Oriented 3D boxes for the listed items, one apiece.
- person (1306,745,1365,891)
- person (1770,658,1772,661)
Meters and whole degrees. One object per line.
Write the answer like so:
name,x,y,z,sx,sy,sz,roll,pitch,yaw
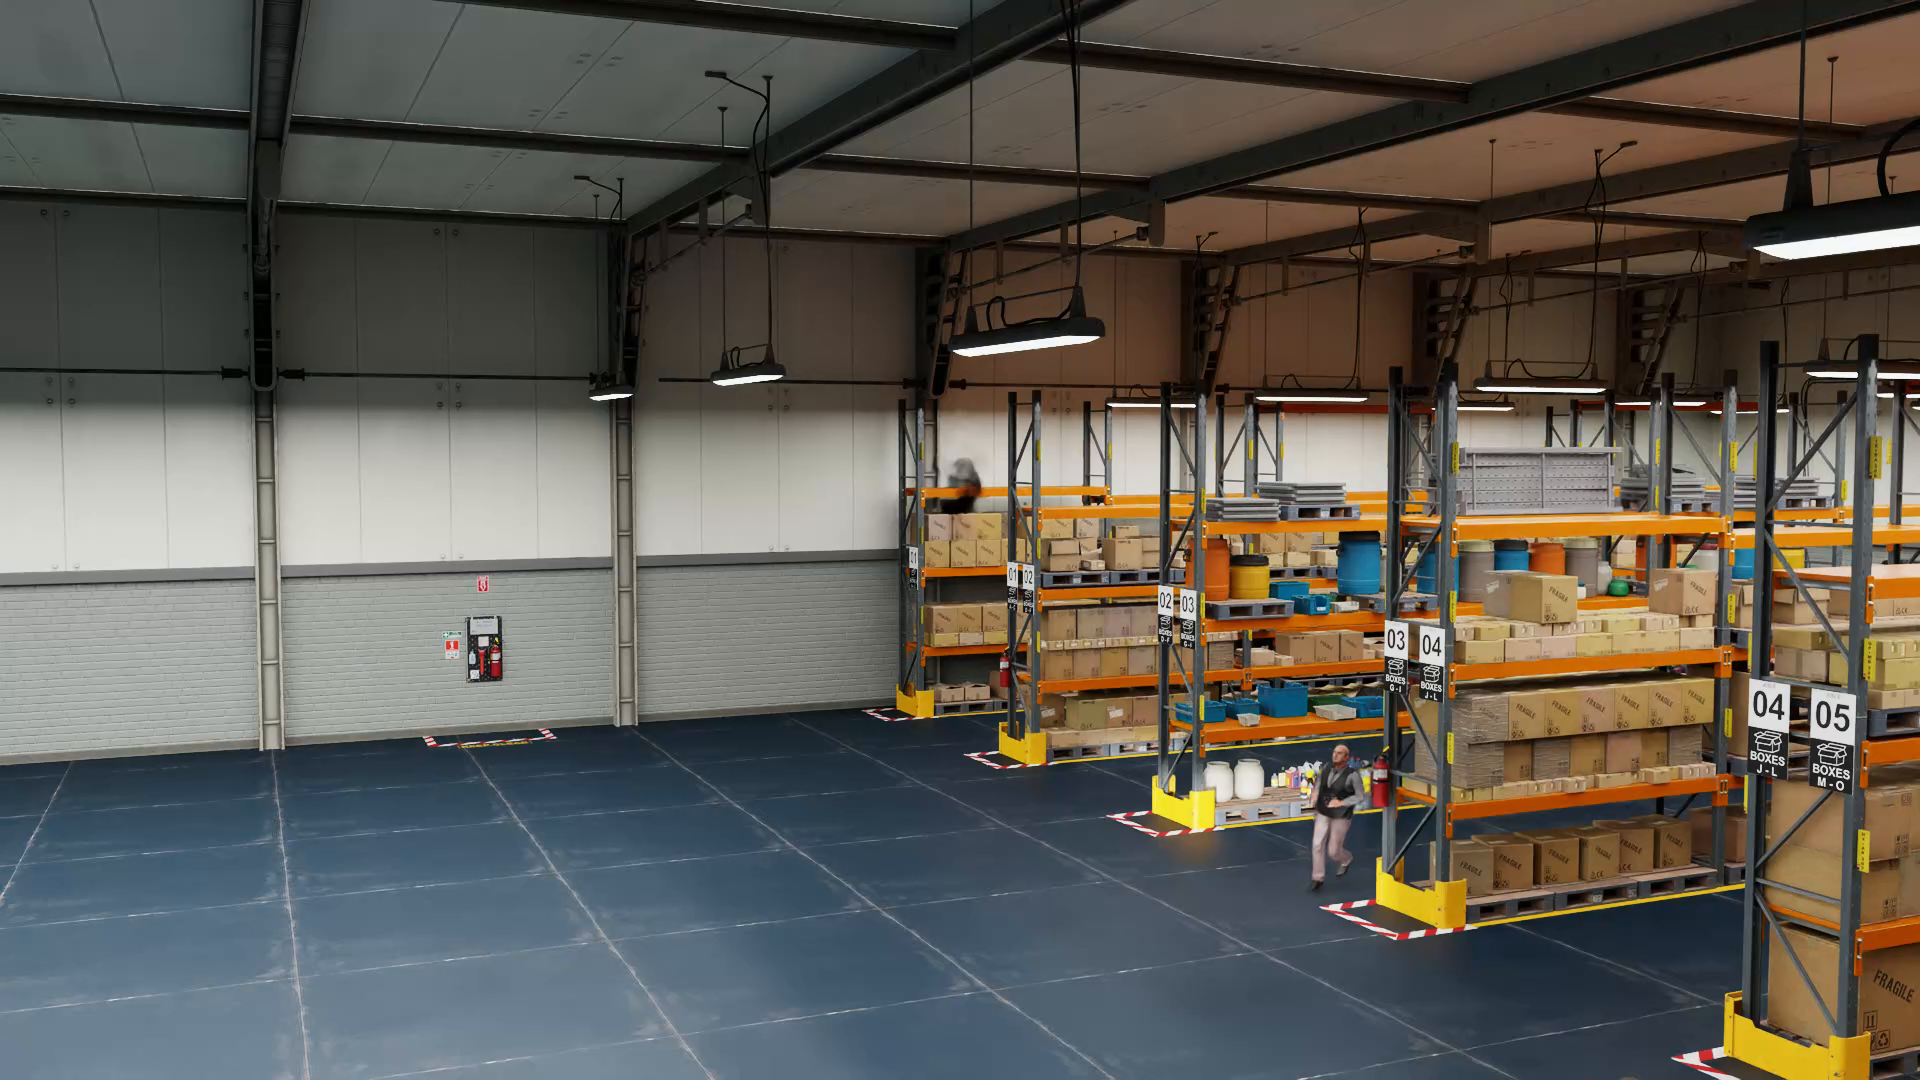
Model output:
person,4.396,3.210,19.289,0.804,1.706,0.688,-3,5,-42
person,15.408,2.504,31.412,0.649,1.722,0.555,-1,4,-20
